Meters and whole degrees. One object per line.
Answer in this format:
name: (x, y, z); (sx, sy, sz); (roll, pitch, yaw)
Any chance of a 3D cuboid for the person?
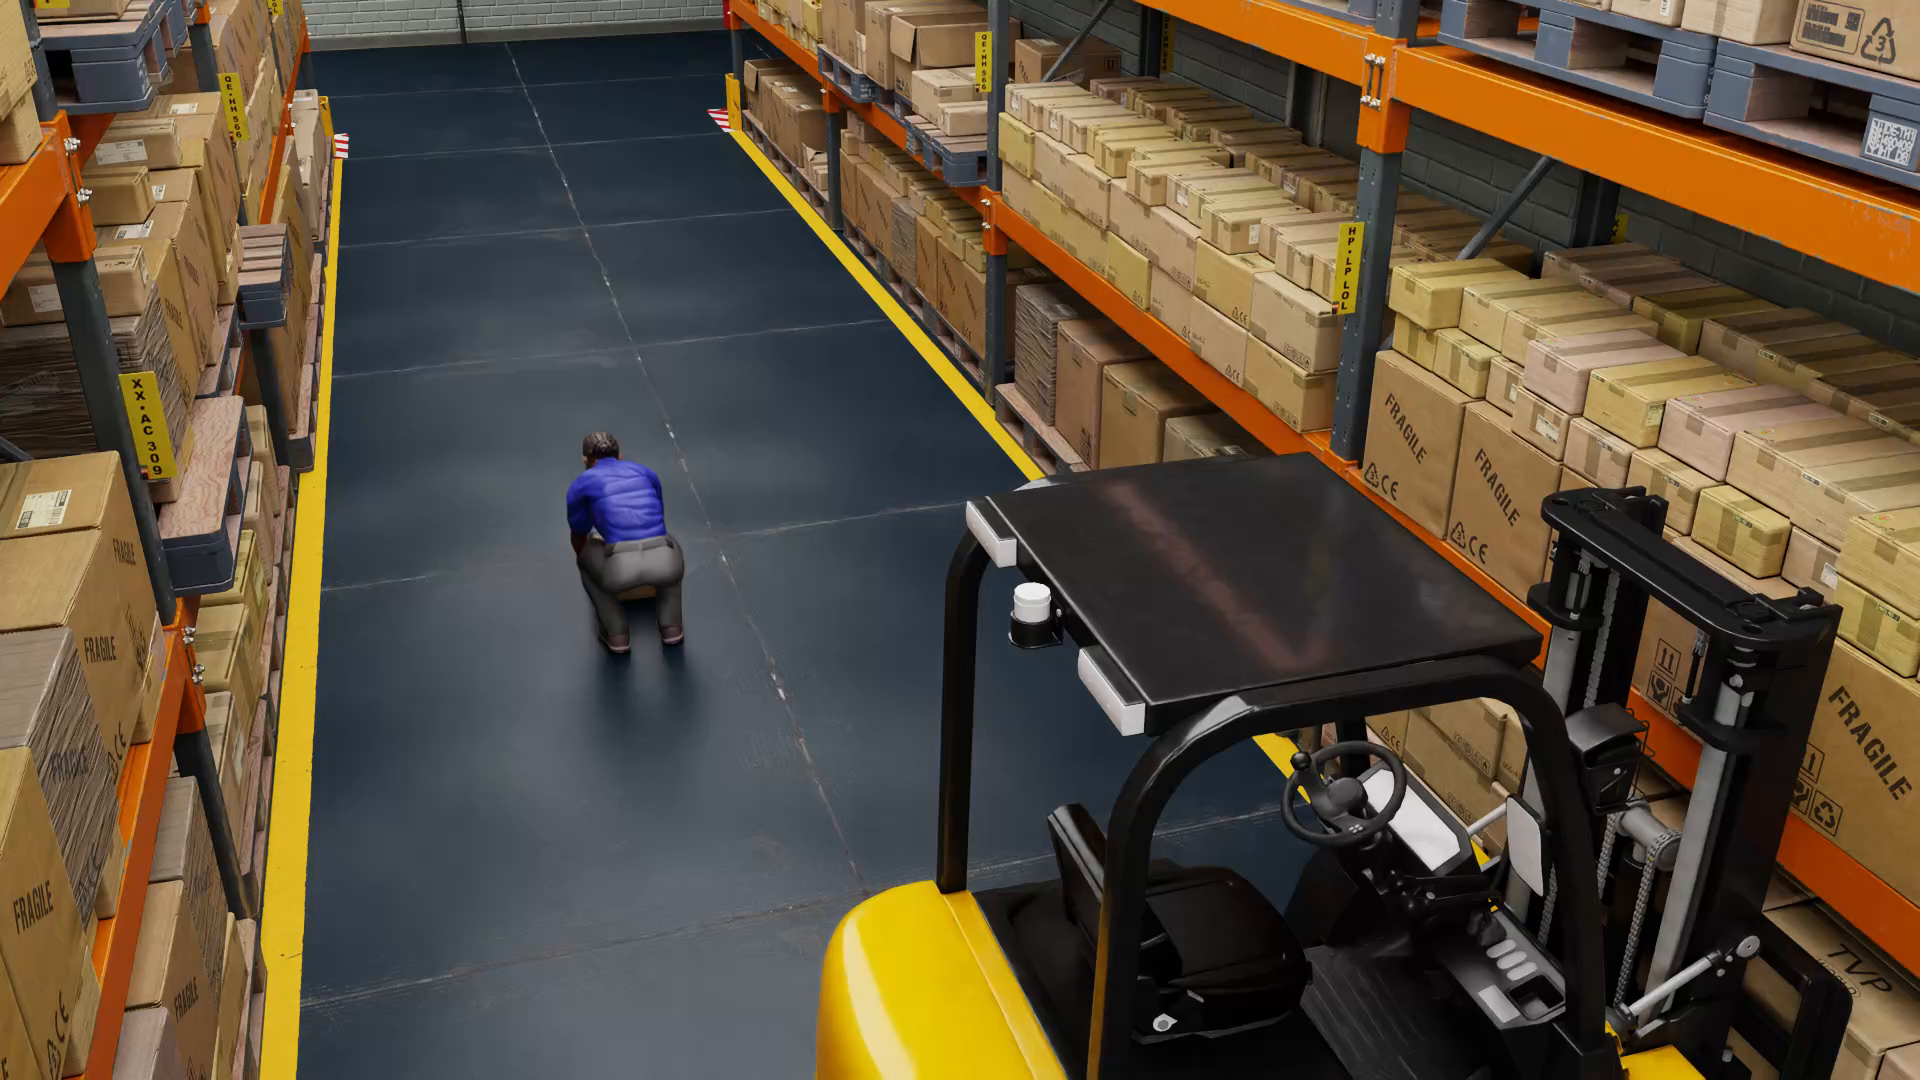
person: (-1.508, 0.008, 7.529); (0.483, 0.843, 0.795); (-8, 28, -16)
